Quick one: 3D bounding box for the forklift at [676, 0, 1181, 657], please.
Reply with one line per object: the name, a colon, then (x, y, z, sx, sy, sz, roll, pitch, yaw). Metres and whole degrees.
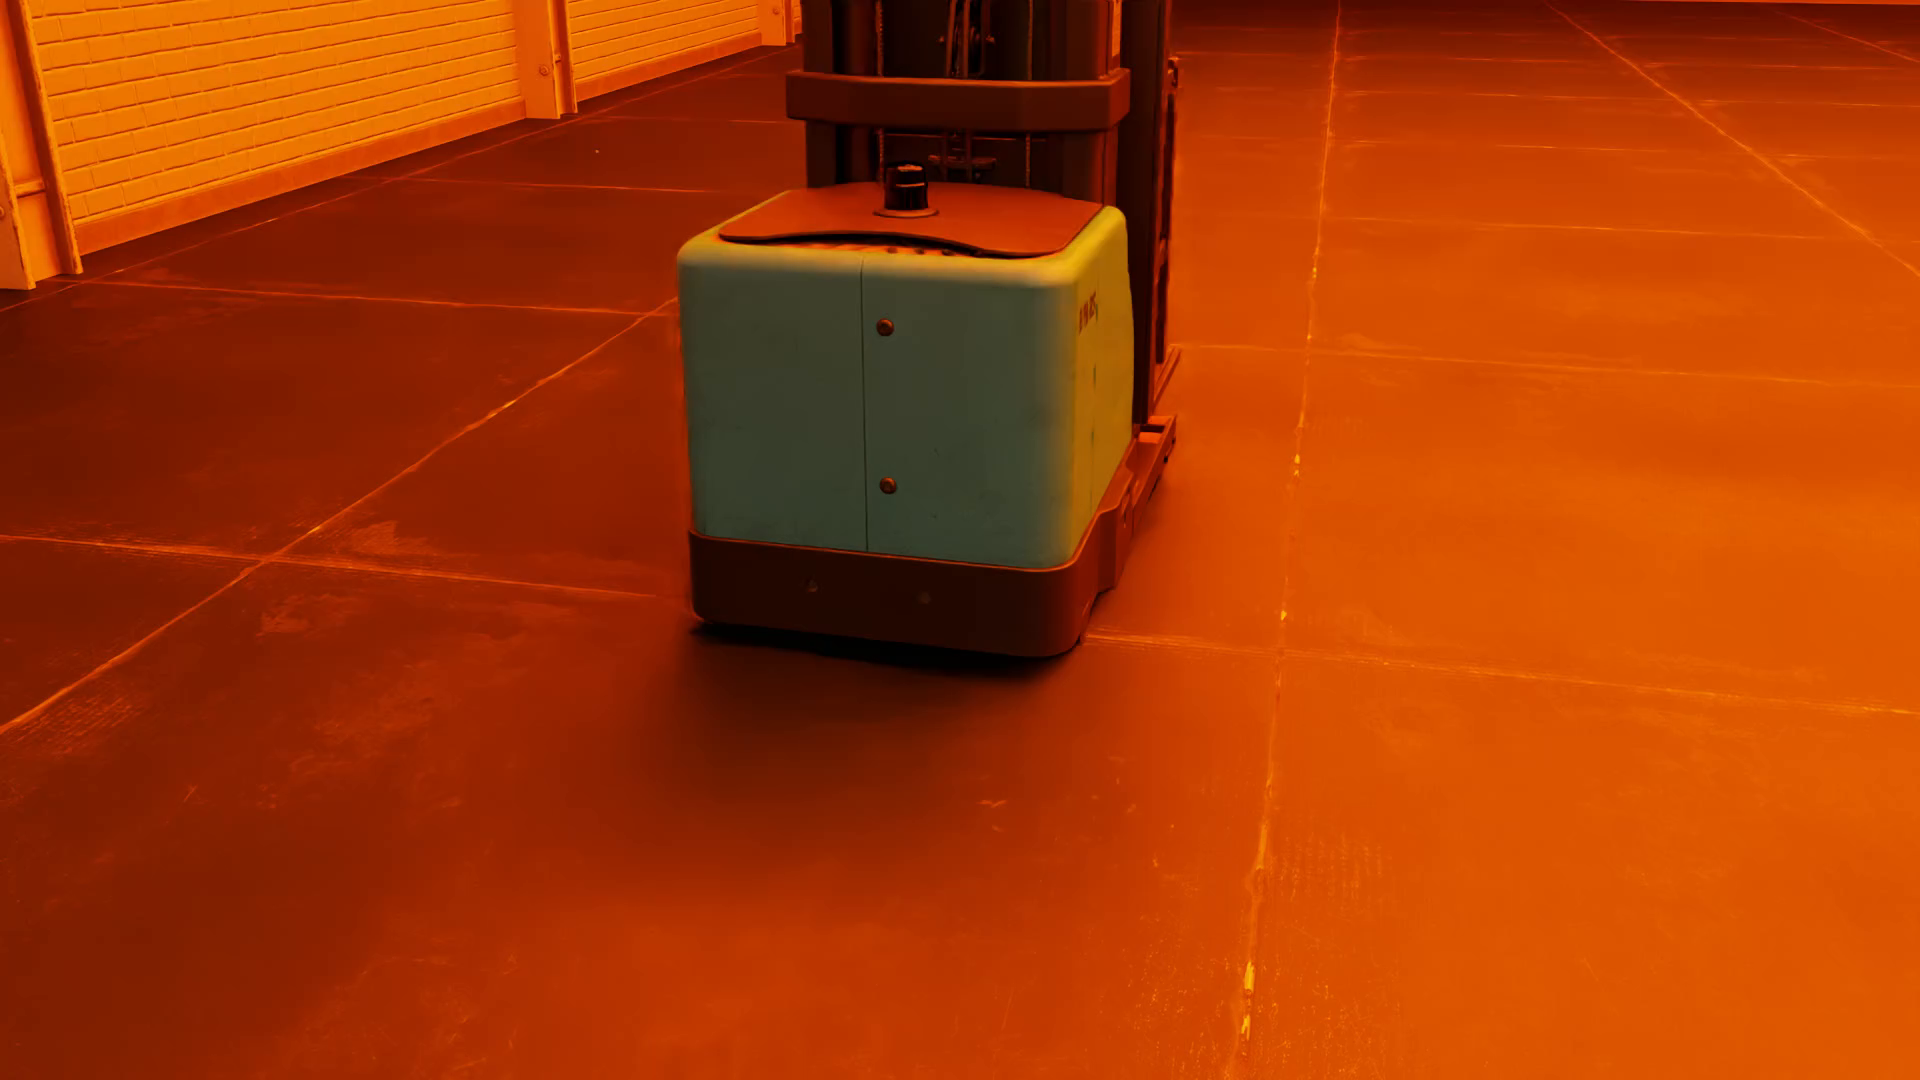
forklift: (0.138, -1.586, 5.156, 1.130, 2.935, 3.031, 6, 23, 13)
